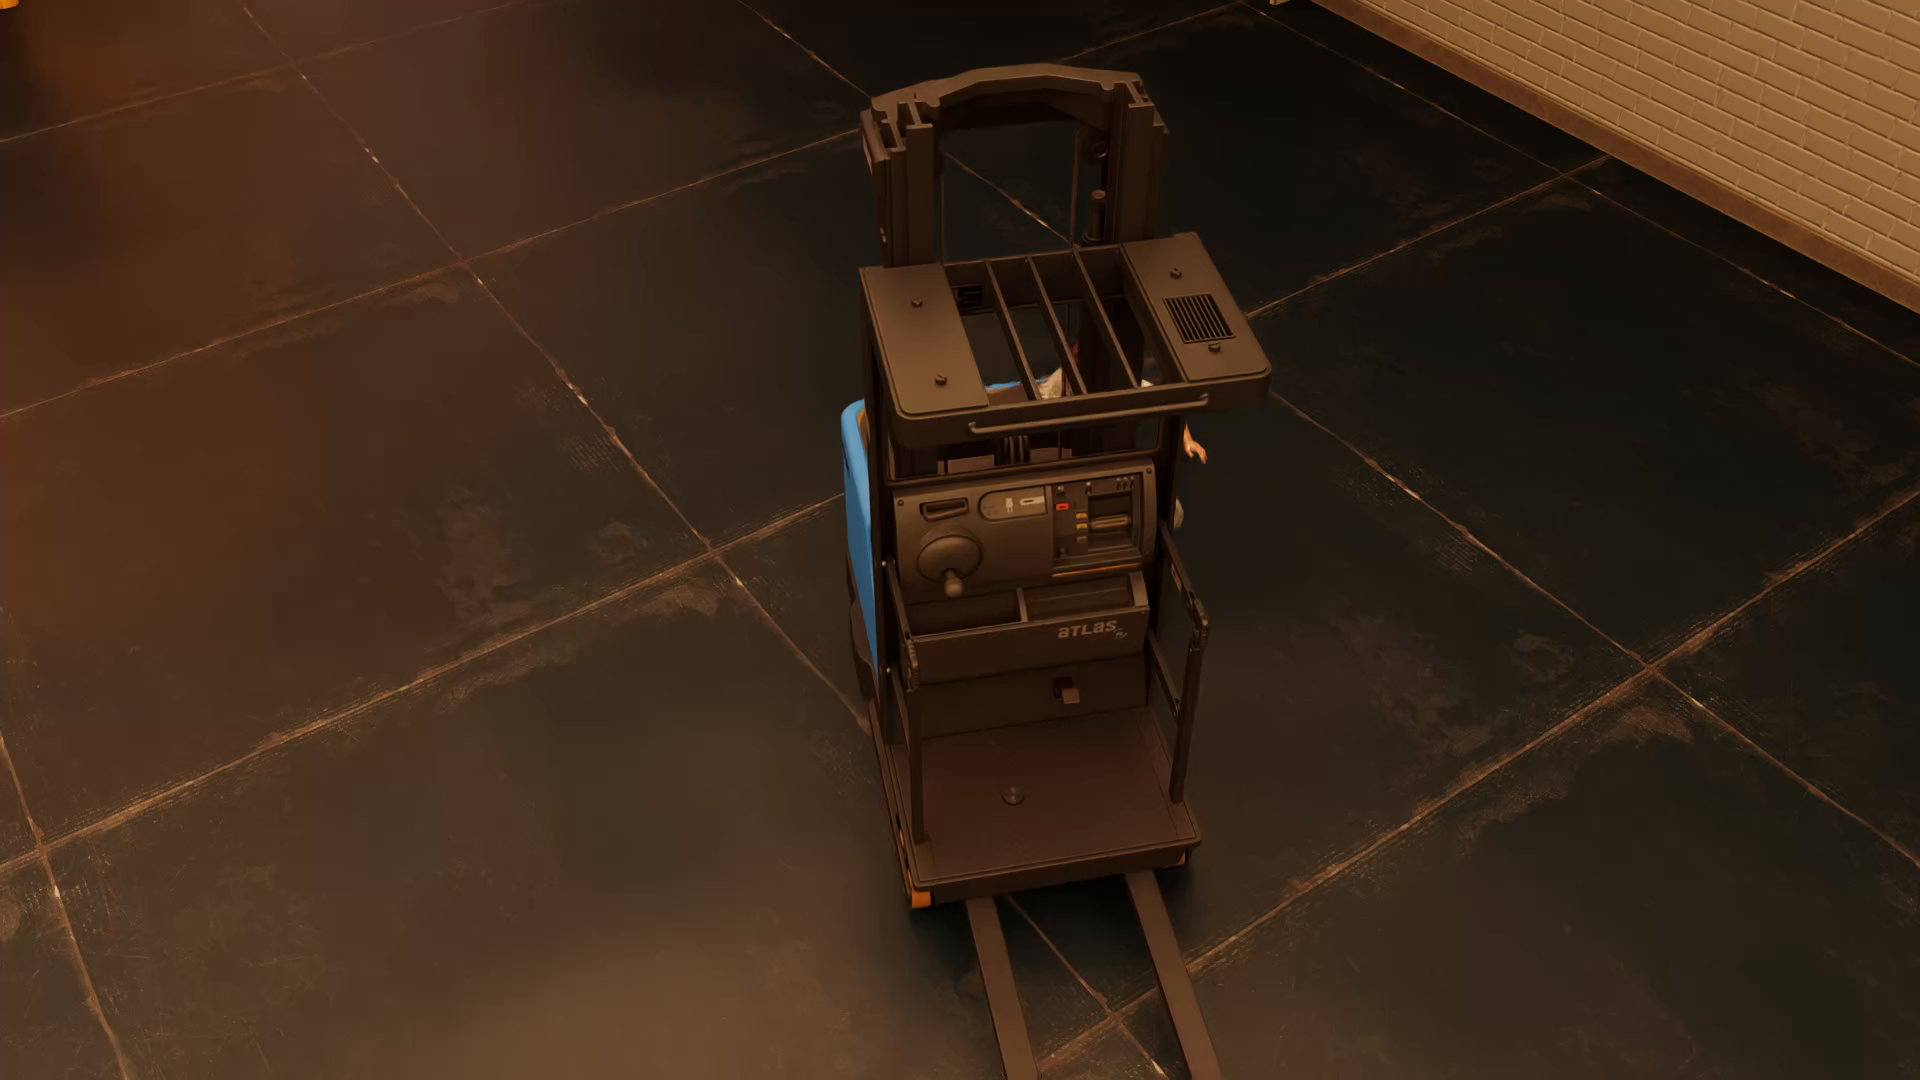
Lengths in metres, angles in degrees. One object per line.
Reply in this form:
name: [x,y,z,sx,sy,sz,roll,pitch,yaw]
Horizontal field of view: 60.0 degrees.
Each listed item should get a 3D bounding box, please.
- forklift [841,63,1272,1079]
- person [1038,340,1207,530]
forklift: [0.277,0.050,5.661,1.130,2.935,3.031,-8,43,-8]
person: [0.545,-0.224,7.145,0.879,1.338,0.672,-7,43,-7]
